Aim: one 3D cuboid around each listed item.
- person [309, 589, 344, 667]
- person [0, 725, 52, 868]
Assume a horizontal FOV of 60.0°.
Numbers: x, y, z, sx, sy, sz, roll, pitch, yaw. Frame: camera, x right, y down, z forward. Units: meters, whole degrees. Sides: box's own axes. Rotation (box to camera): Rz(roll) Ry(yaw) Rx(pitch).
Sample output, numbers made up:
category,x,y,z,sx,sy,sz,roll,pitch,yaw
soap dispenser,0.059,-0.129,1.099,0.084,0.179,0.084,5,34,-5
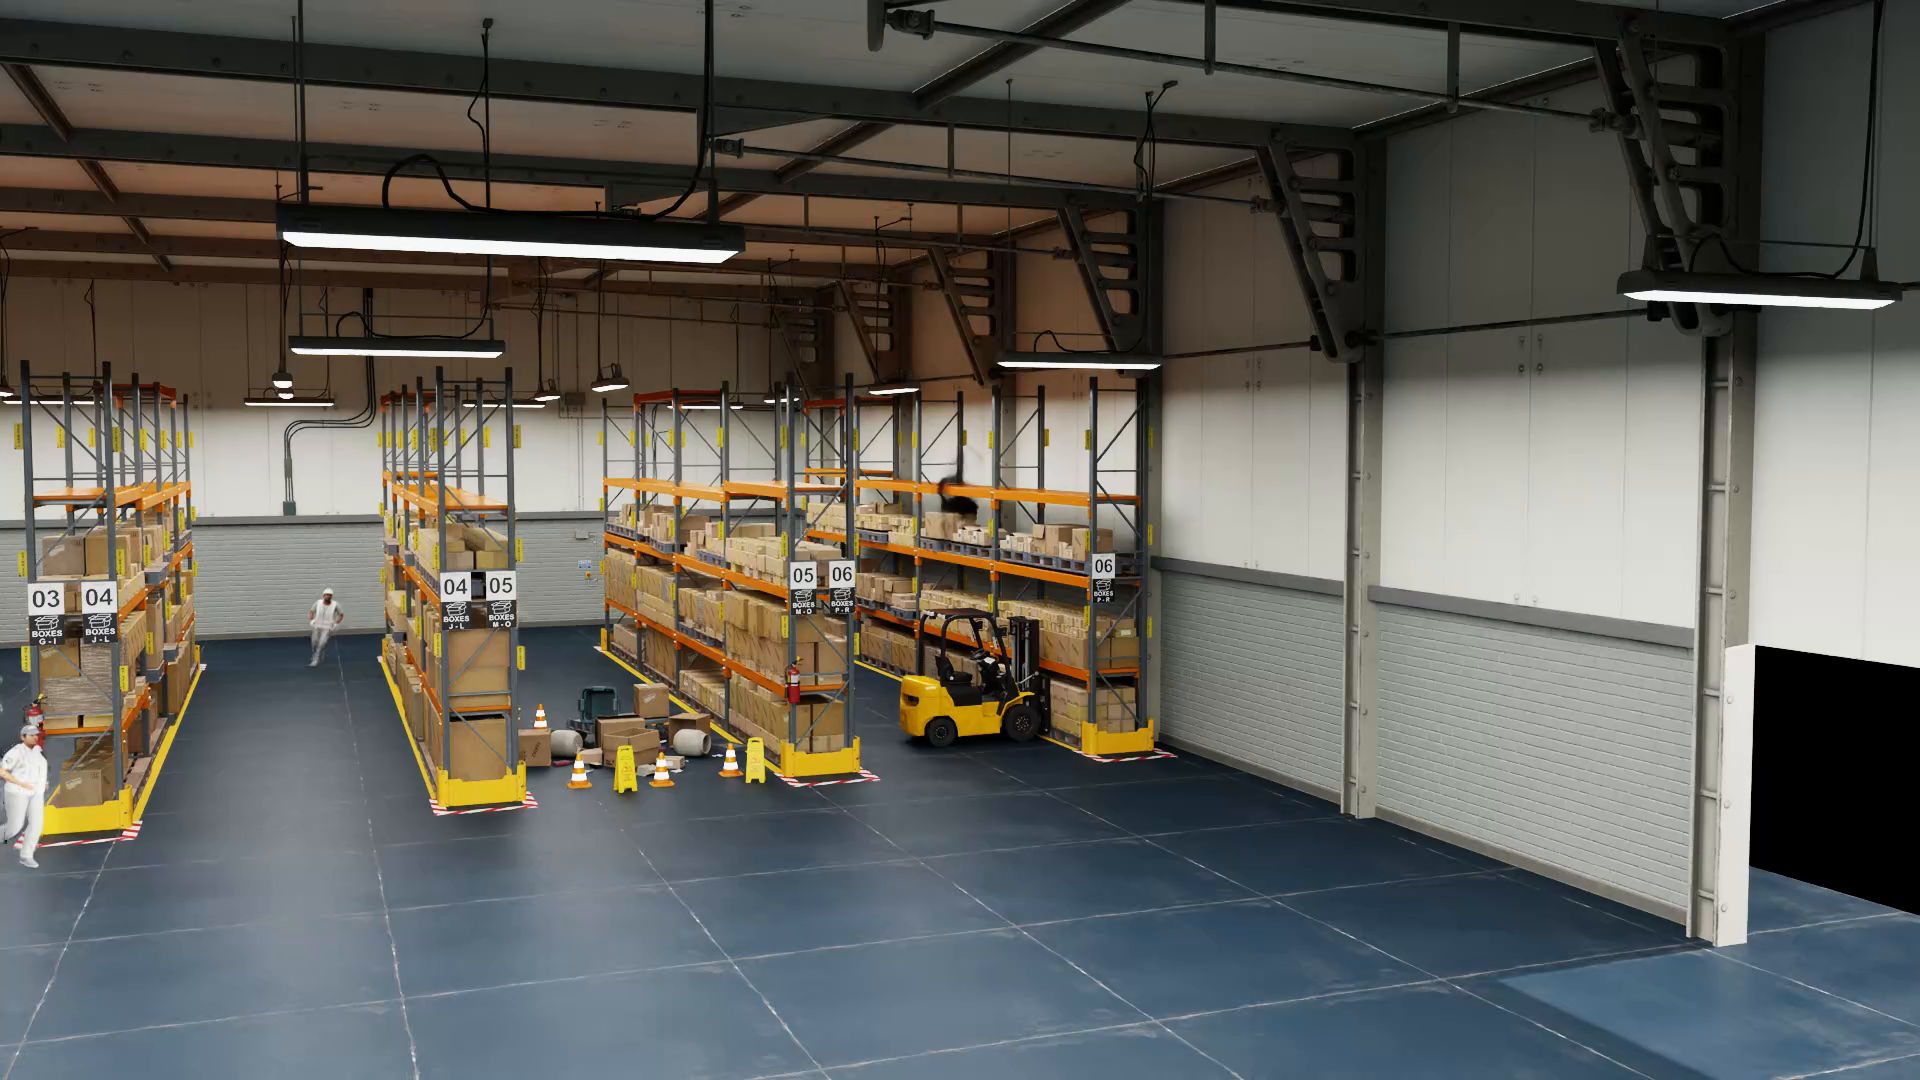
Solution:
category,x,y,z,sx,sy,sz,roll,pitch,yaw
person,-14.059,1.932,36.877,0.744,1.711,0.650,-1,4,-11
person,-11.122,3.011,19.733,0.762,1.643,0.645,1,4,19
